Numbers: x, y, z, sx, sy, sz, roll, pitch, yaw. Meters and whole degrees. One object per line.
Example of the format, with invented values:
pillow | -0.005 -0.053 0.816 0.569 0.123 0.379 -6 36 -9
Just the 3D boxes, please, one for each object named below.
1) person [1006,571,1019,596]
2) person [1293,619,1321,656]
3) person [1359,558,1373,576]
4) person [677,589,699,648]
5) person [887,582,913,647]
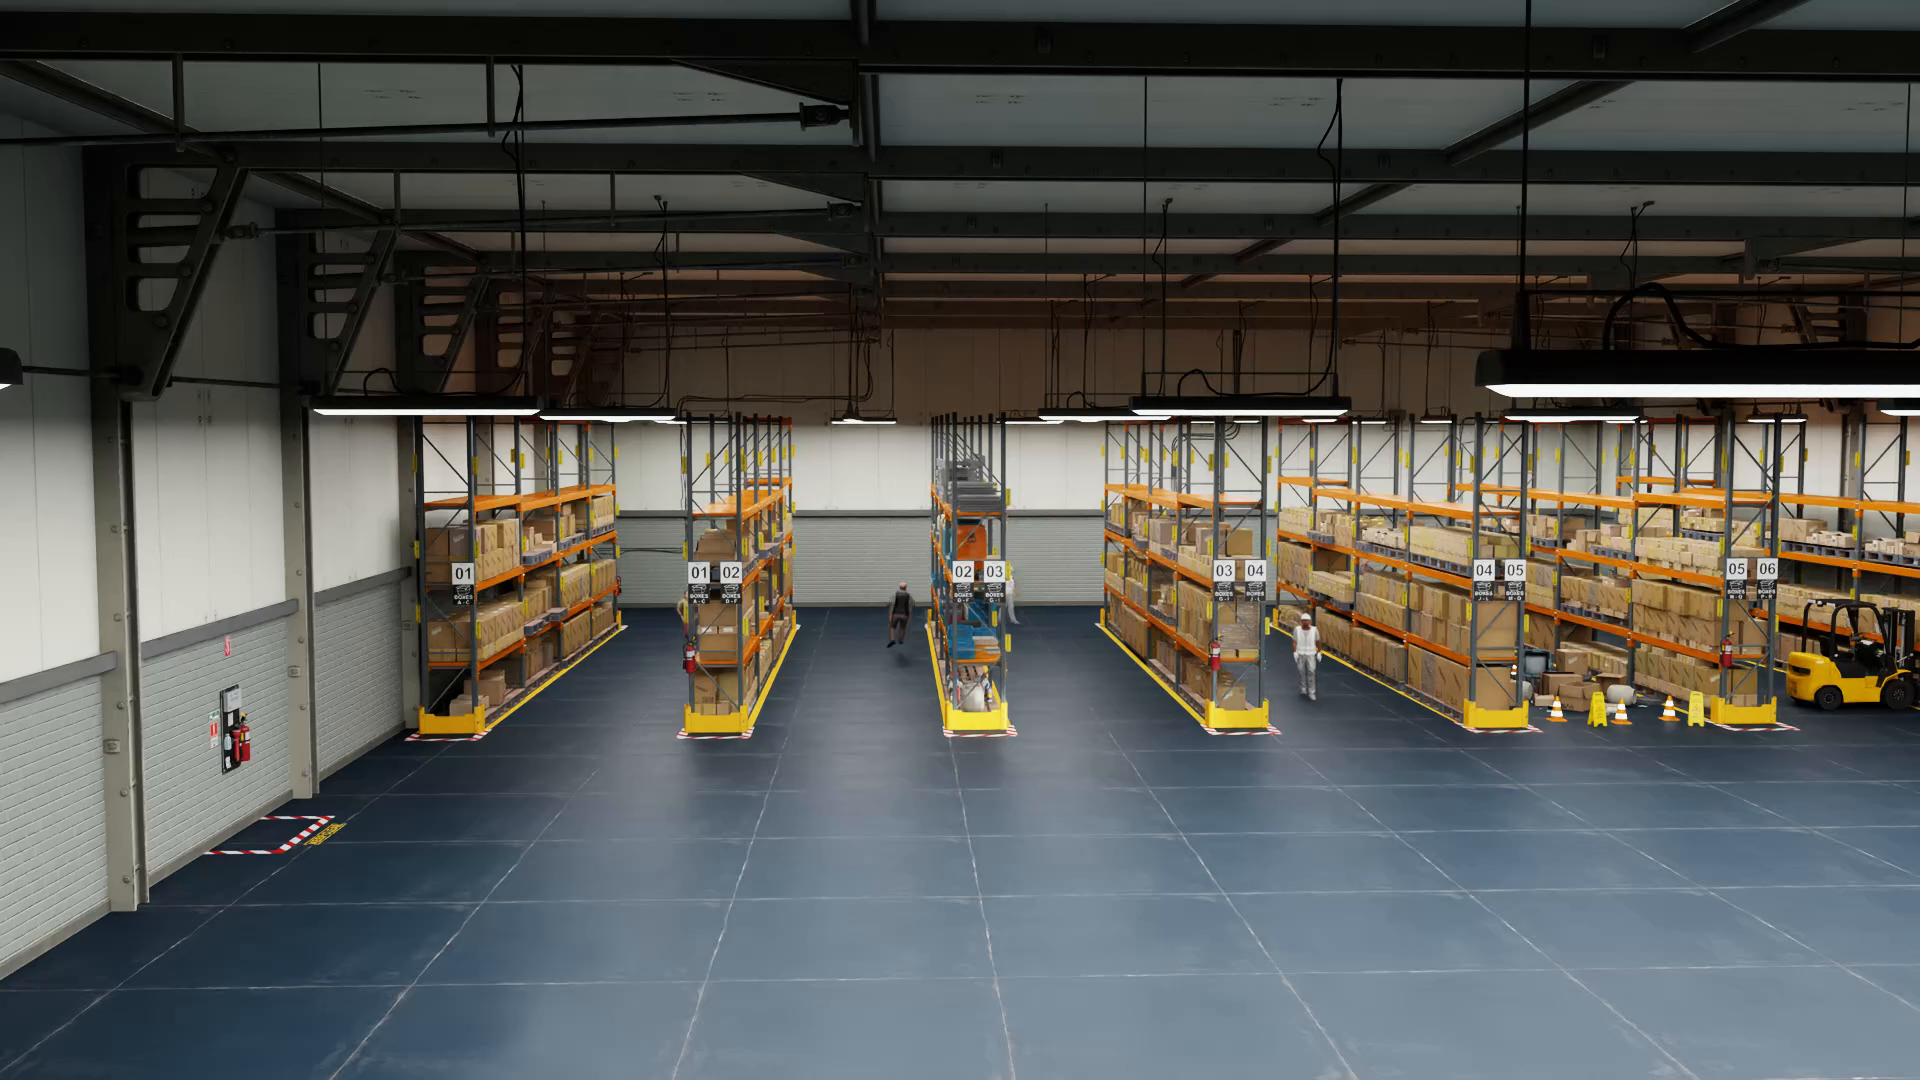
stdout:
person | 1.441 1.269 48.529 0.523 0.946 0.514 1 4 8
person | 7.340 2.144 35.216 0.593 0.920 0.440 1 4 19
person | 12.187 1.090 50.242 0.431 1.151 0.595 -2 4 -23
person | -6.945 2.036 42.618 0.535 1.582 0.694 1 4 9
person | -1.505 1.872 41.729 0.637 1.646 0.489 0 4 0
